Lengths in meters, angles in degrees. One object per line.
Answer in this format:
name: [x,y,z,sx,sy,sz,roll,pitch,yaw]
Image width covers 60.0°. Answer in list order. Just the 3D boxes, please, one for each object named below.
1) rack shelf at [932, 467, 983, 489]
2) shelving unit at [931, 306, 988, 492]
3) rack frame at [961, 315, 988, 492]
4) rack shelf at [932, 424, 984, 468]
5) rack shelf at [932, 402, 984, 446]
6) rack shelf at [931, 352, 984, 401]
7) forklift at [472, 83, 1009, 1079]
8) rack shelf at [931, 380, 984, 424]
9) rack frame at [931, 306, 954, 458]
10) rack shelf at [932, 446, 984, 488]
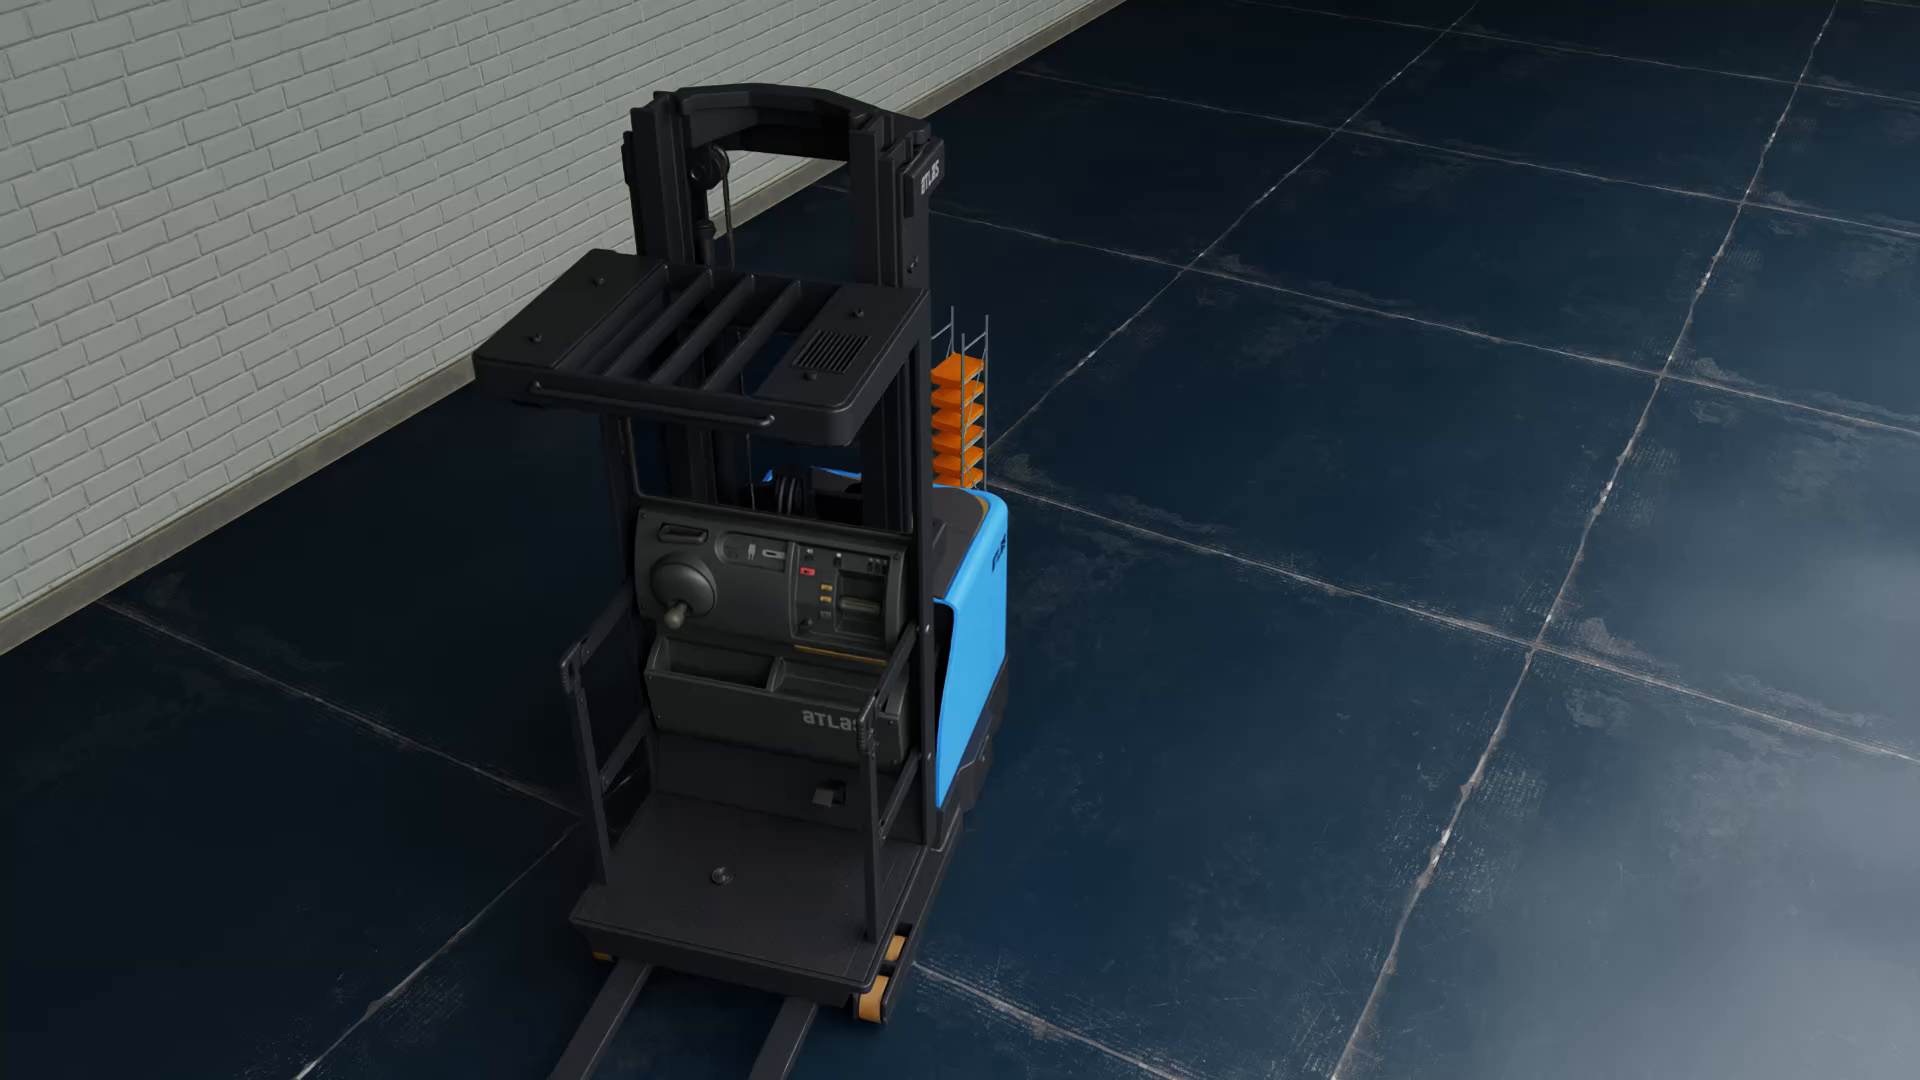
rack shelf: [-0.013,-0.267,8.081,0.180,0.103,0.258,18,37,24]
shelving unit: [-0.013,-0.503,7.923,0.189,1.200,0.258,18,37,24]
rack frame: [0.067,-0.478,7.886,0.006,1.200,0.240,18,37,24]
rack shelf: [-0.013,-0.466,7.948,0.180,0.103,0.258,18,37,24]
rack shelf: [-0.013,-0.566,7.882,0.180,0.103,0.258,18,37,24]
rack shelf: [-0.013,-0.766,7.749,0.180,0.103,0.258,18,37,24]
forklift: [-0.690,0.201,5.303,1.130,2.935,3.031,9,35,13]
rack shelf: [-0.013,-0.666,7.815,0.180,0.103,0.258,18,37,24]
rack frame: [-0.092,-0.529,7.961,0.006,1.200,0.240,18,37,24]
rack shelf: [-0.013,-0.367,8.015,0.180,0.103,0.258,18,37,24]
